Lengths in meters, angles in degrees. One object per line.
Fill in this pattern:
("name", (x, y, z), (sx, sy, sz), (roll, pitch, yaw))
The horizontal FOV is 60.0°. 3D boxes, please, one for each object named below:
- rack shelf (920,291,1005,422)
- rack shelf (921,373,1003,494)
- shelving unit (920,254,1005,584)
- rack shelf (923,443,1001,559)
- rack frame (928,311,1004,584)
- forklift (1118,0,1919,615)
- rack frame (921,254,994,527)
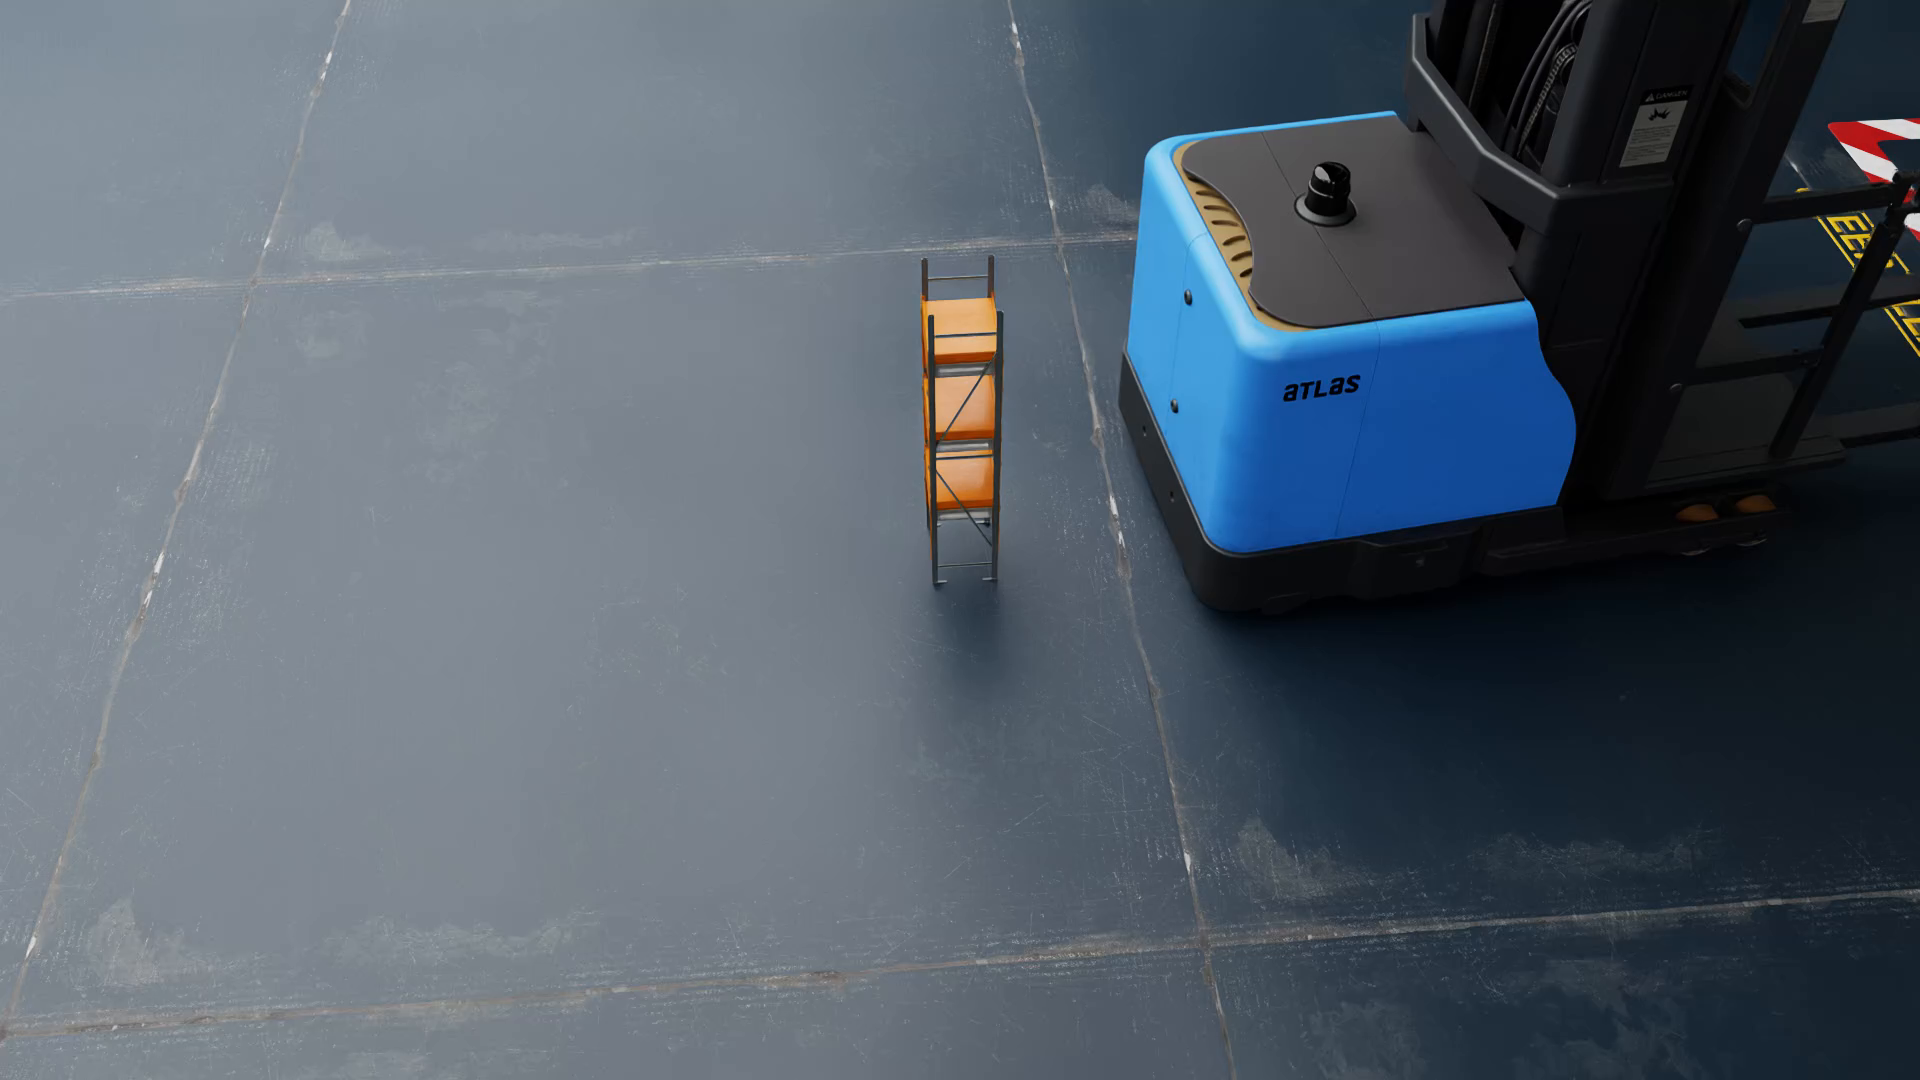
("rack shelf", (0.004, -0.510, 4.634), (0.215, 0.259, 0.240), (-3, 47, -3))
("rack shelf", (0.004, -0.315, 4.840), (0.215, 0.259, 0.240), (-3, 47, -3))
("shelving unit", (0.004, -0.322, 4.832), (0.215, 1.050, 0.252), (-3, 47, -3))
("rack shelf", (0.004, -0.124, 5.042), (0.215, 0.259, 0.240), (-3, 47, -3))
("rack frame", (0.015, -0.234, 4.749), (0.200, 1.050, 0.008), (-3, 47, -3))
("forklift", (2.101, -1.329, 4.490), (3.031, 2.935, 1.130), (-9, 47, -8))
("rack frame", (-0.006, -0.411, 4.916), (0.200, 1.050, 0.008), (-3, 47, -3))
